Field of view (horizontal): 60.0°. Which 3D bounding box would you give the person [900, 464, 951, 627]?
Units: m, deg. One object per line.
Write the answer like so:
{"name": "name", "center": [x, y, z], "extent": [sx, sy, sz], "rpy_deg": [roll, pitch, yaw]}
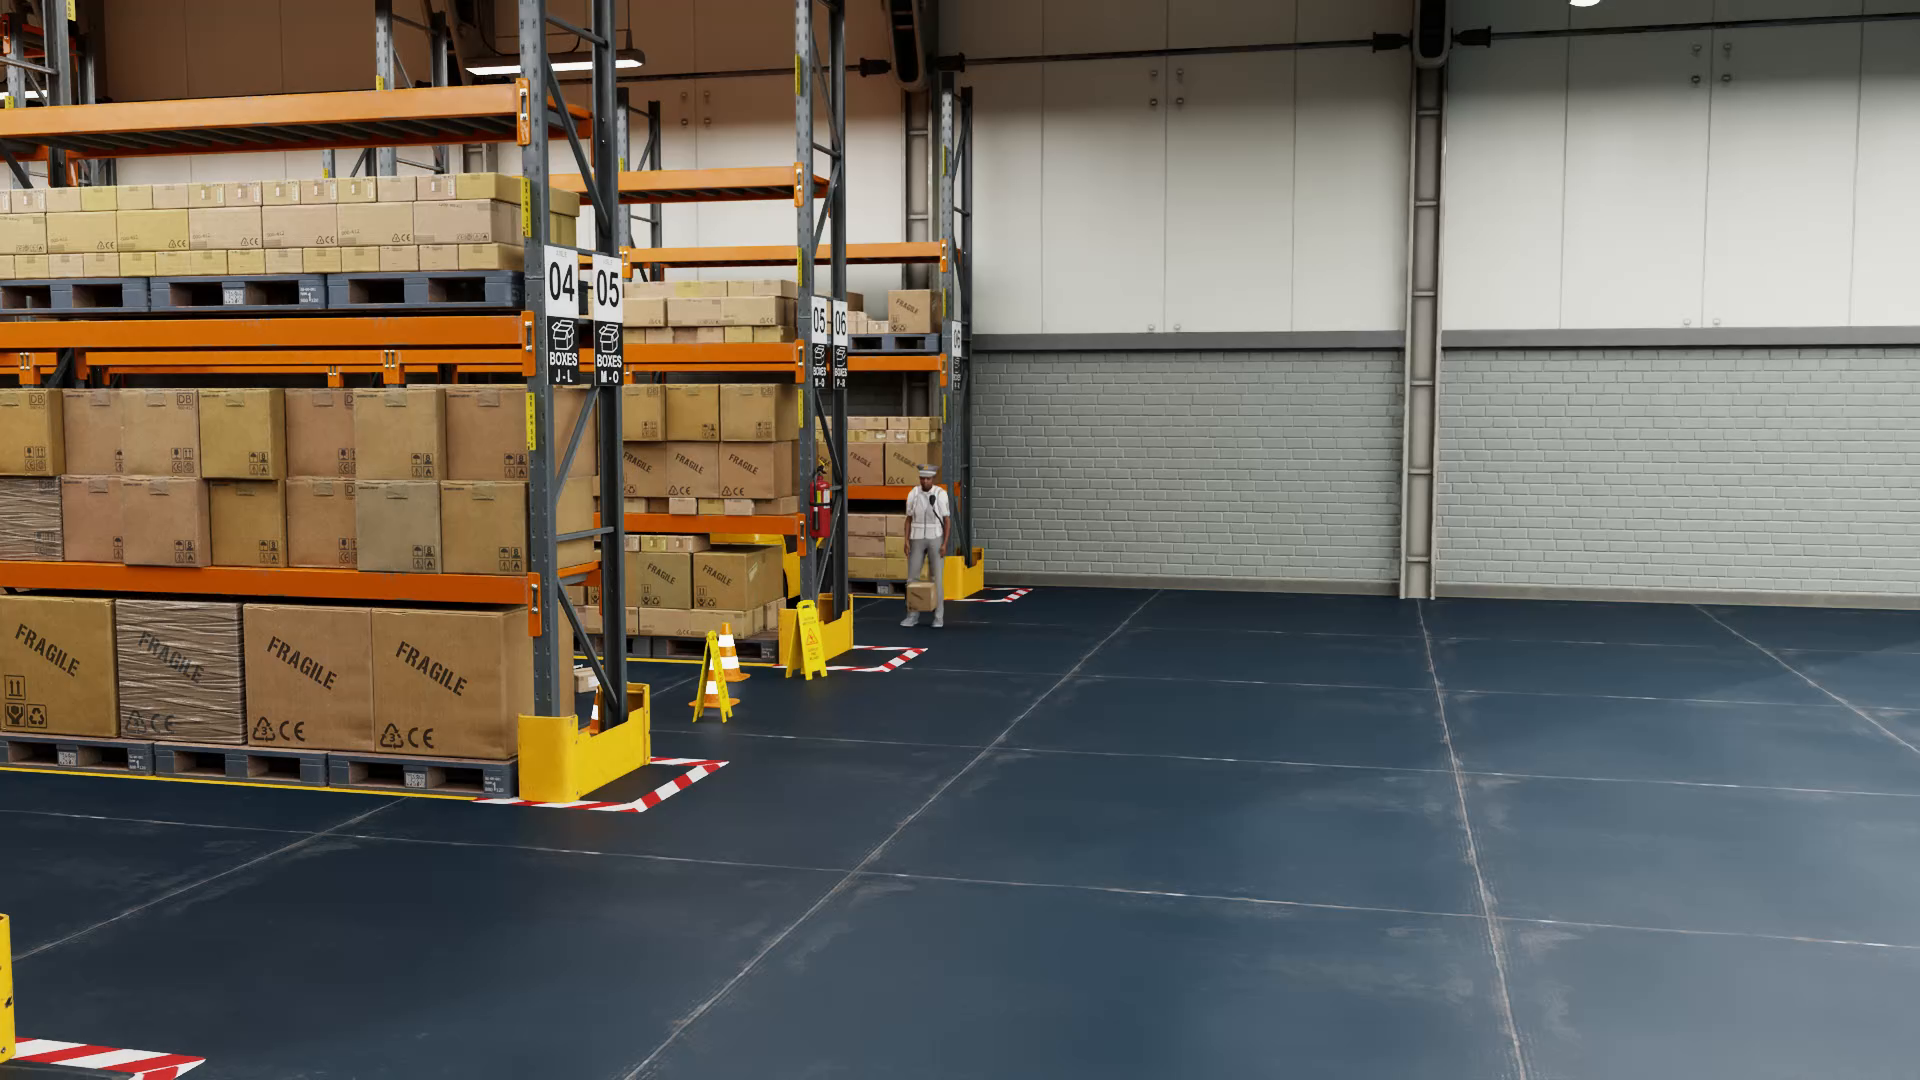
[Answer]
{"name": "person", "center": [-0.344, 0.048, 16.961], "extent": [0.498, 1.665, 0.374], "rpy_deg": [1, 5, 12]}
